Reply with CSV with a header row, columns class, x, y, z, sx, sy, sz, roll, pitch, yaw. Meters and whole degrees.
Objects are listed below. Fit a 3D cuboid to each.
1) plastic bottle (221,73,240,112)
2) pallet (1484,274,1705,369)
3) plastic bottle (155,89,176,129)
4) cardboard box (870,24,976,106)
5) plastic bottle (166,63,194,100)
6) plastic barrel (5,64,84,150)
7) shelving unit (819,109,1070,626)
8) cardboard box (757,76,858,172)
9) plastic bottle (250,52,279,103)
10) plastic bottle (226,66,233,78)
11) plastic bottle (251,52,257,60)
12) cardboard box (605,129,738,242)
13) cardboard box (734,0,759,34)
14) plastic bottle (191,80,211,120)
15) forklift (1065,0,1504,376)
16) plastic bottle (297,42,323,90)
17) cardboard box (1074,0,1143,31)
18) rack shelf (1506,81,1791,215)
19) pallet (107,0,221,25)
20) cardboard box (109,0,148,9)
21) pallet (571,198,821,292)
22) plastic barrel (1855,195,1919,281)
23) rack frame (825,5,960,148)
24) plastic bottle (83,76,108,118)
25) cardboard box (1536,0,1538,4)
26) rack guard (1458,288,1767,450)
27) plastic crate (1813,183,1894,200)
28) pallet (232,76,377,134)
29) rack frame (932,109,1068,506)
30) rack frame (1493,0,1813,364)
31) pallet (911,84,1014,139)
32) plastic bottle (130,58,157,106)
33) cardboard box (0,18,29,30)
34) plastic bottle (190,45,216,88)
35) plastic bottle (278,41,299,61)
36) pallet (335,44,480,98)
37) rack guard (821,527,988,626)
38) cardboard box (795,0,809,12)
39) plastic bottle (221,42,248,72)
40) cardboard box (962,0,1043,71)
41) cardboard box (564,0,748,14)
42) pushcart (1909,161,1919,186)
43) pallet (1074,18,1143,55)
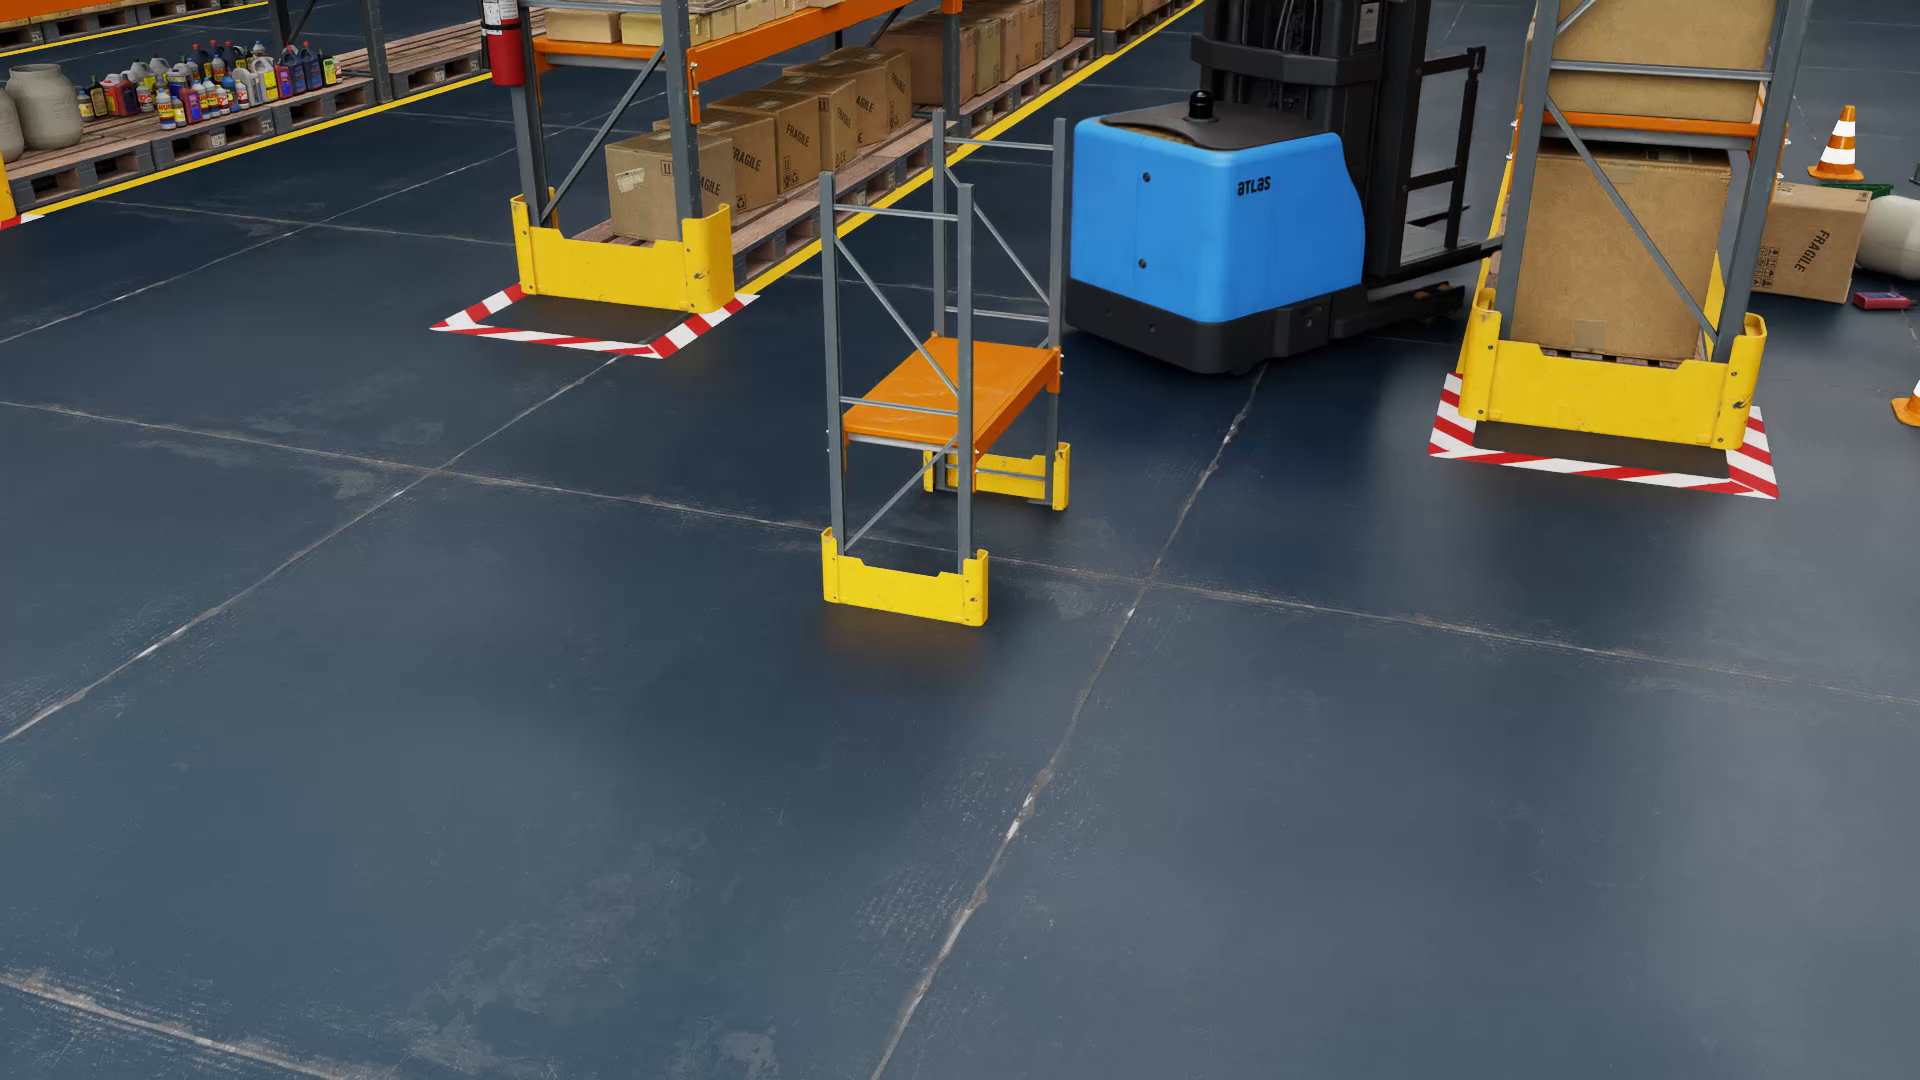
class,x,y,z,sx,sy,sz,roll,pitch,yaw
plastic bottle,-5.383,-3.303,12.255,0.097,0.271,0.097,0,26,0
pallet,3.011,-0.973,8.018,1.003,0.211,1.213,9,27,17
plastic bottle,-5.598,-3.038,11.708,0.097,0.271,0.097,0,26,0
cardboard box,-0.269,-3.615,12.639,0.700,0.500,0.500,7,27,13
plastic bottle,-5.880,-3.449,12.551,0.152,0.276,0.135,9,27,17
plastic barrel,-6.182,-2.924,11.221,0.421,0.512,0.421,0,26,0
shelving unit,-0.025,-0.644,5.858,0.587,1.500,1.083,9,27,17
cardboard box,-0.980,-2.696,10.762,0.500,0.500,0.500,6,27,13
plastic bottle,-5.278,-3.499,12.570,0.144,0.351,0.185,9,27,17
plastic bottle,-5.436,-3.418,12.479,0.061,0.283,0.133,9,27,17
plastic bottle,-5.717,-3.841,13.447,0.097,0.201,0.097,0,26,0
cardboard box,-1.601,-1.968,9.258,0.500,0.500,0.500,14,29,27
cardboard box,-1.306,-2.819,8.919,0.380,0.149,0.250,9,27,17
plastic bottle,-5.484,-3.178,11.999,0.097,0.271,0.097,0,26,0
forklift,1.997,-2.589,8.234,3.031,2.935,1.130,-19,32,-34
plastic bottle,-5.107,-3.711,13.007,0.144,0.351,0.185,8,27,16
cardboard box,1.087,-5.450,16.021,1.225,0.875,0.875,7,27,15
rack shelf,3.485,-2.387,8.563,1.077,0.370,4.000,9,27,17
pallet,-8.814,-5.787,17.961,1.003,0.211,1.213,9,27,17
cardboard box,-8.786,-5.656,17.164,0.500,0.250,0.500,9,27,19
pallet,-1.496,-1.754,9.631,1.003,0.211,1.213,9,27,17
plastic barrel,5.219,-1.684,9.243,0.421,0.421,0.512,-14,29,-27
rack frame,-0.494,-4.293,11.675,1.000,3.000,0.127,9,27,17
plastic bottle,-6.276,-3.212,12.054,0.061,0.283,0.133,9,27,19
cardboard box,4.906,-3.756,12.664,1.050,0.750,0.750,9,27,18
rack guard,2.811,-0.754,7.233,1.175,0.500,0.348,9,27,17
plastic crate,5.328,-2.031,10.164,0.662,0.188,0.450,-20,23,-36
pallet,-5.427,-3.486,13.209,1.003,0.211,1.213,9,27,17
rack frame,0.141,-0.849,6.282,0.500,1.500,0.032,9,27,17
rack frame,2.819,-1.889,6.709,1.000,3.000,0.127,9,27,17
pallet,-0.236,-3.358,12.944,1.003,0.211,1.213,9,27,17
plastic bottle,-6.090,-3.417,12.400,0.144,0.351,0.185,10,28,20
cardboard box,-9.295,-5.022,15.854,0.500,0.250,0.500,9,27,19
plastic bottle,-5.887,-3.668,12.919,0.144,0.351,0.185,8,27,15
plastic bottle,-5.243,-3.732,13.050,0.144,0.351,0.185,9,27,17
pallet,-4.939,-4.085,14.444,1.003,0.211,1.213,9,27,17
rack guard,-0.191,0.123,5.708,0.587,0.250,0.087,9,27,17
cardboard box,-1.095,-3.134,9.568,0.380,0.149,0.250,9,27,17
plastic bottle,-5.688,-3.725,13.036,0.144,0.351,0.185,9,27,17
cardboard box,0.279,-4.268,13.986,0.700,0.500,0.500,11,28,22
cardboard box,-1.616,-3.050,8.652,0.875,0.500,0.500,9,27,17
pushcart,6.685,-1.986,9.919,1.648,0.377,0.936,0,26,-1
pallet,1.171,-4.995,16.324,1.003,0.211,1.213,9,27,17
